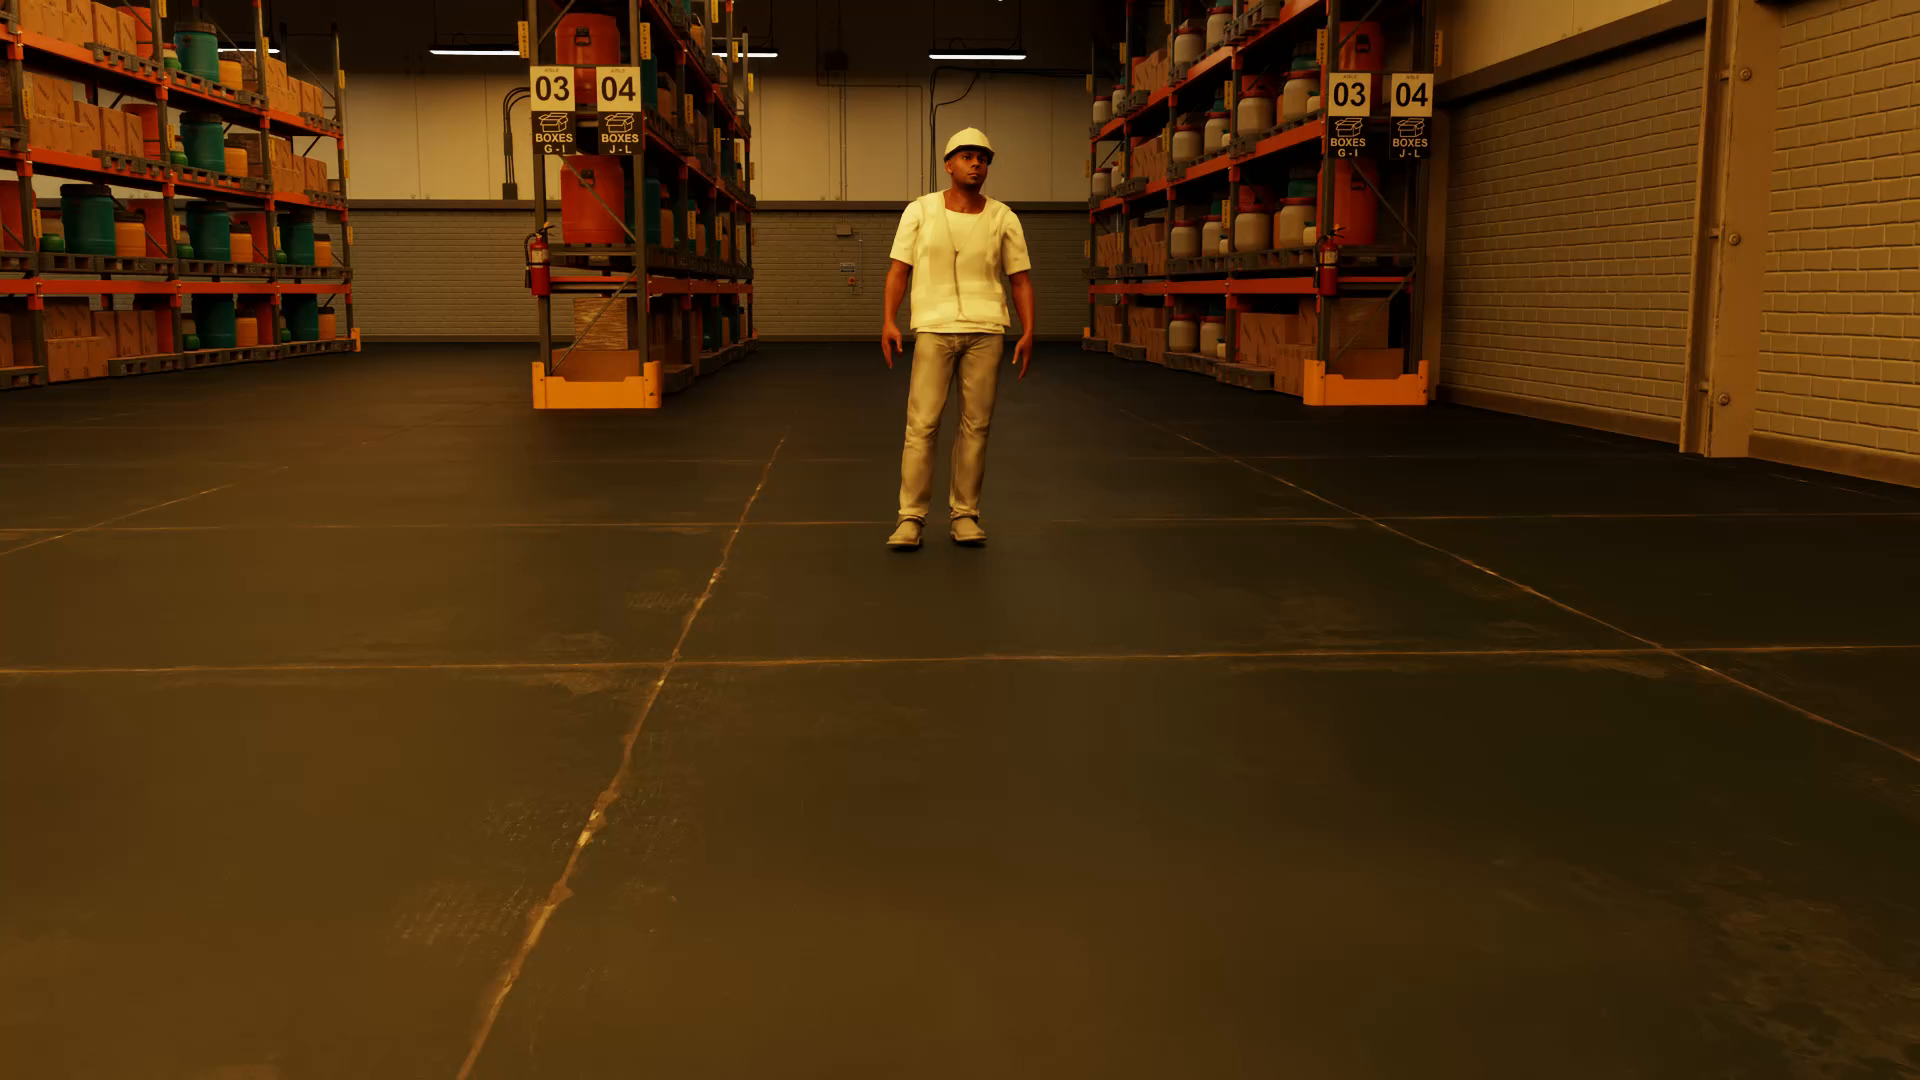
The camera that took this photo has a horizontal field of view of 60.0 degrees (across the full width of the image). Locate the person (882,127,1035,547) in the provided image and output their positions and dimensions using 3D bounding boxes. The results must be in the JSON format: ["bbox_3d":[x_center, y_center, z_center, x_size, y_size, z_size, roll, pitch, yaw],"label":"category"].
[{"bbox_3d":[-0.002,-0.871,7.110,0.665,1.765,0.577,-1,8,-4],"label":"person"}]
